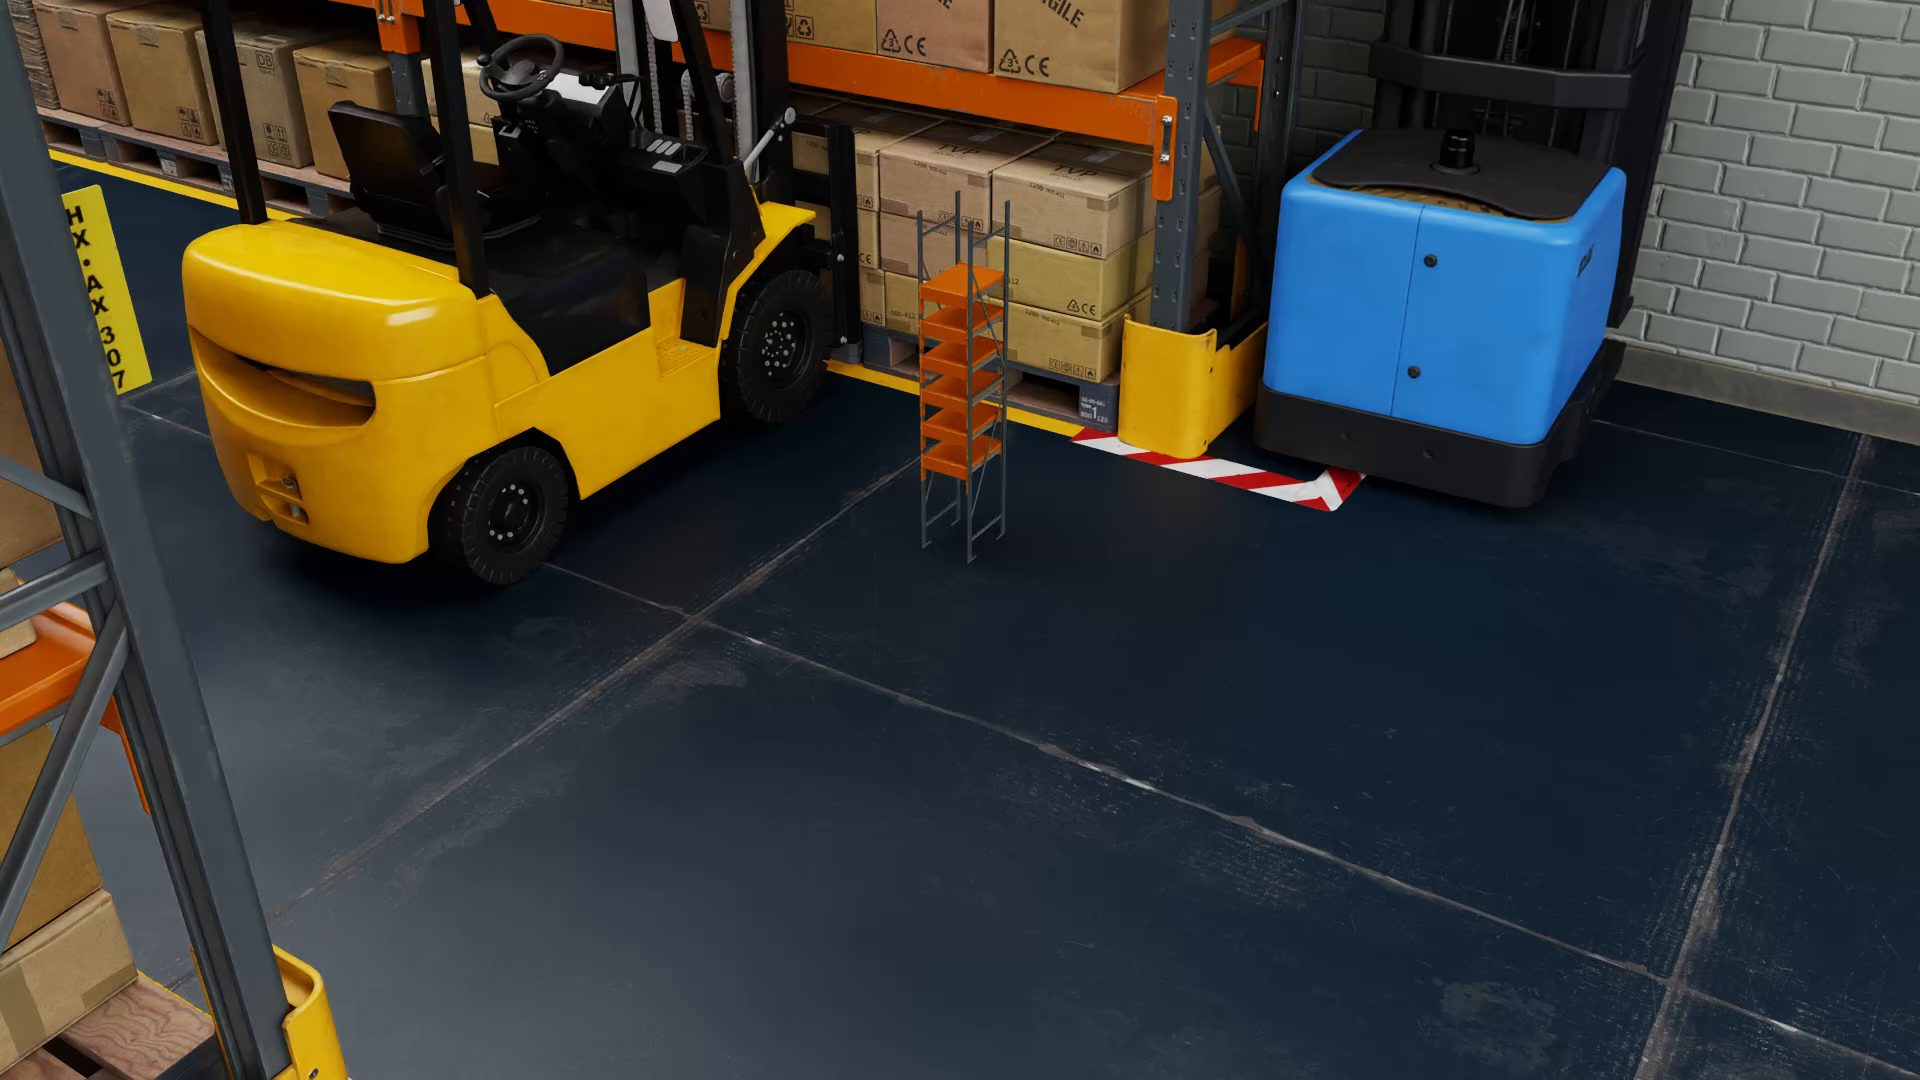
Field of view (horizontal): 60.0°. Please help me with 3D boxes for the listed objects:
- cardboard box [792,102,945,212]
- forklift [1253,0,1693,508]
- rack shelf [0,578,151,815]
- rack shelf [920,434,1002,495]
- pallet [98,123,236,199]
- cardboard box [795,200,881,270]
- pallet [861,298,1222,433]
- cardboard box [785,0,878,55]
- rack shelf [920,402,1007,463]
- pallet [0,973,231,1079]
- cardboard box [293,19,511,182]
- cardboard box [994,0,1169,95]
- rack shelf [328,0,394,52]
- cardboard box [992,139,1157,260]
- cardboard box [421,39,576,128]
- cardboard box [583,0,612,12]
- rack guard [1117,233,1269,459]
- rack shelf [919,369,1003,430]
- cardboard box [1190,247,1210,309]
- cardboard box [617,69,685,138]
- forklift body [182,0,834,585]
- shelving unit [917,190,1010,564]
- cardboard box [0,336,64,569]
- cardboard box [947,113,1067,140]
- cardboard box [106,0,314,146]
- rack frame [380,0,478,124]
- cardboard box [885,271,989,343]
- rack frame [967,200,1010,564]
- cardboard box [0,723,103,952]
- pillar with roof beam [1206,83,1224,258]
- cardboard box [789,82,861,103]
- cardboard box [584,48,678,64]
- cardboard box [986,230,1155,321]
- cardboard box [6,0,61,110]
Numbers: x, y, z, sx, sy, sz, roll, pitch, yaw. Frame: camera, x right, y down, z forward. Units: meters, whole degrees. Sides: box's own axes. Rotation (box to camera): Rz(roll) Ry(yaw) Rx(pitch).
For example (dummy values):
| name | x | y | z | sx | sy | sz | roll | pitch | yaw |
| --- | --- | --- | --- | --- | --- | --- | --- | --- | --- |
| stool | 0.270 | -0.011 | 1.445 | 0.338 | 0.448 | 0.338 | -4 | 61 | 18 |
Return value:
| name | x | y | z | sx | sy | sz | roll | pitch | yaw |
| --- | --- | --- | --- | --- | --- | --- | --- | --- | --- |
| cardboard box | -0.404 | -1.571 | 6.785 | 0.500 | 0.250 | 0.500 | 18 | 35 | 28 |
| forklift | 2.273 | -2.089 | 6.422 | 1.130 | 2.935 | 3.031 | 16 | 34 | 26 |
| rack shelf | -3.310 | 0.005 | 3.479 | 4.000 | 0.370 | 1.077 | 18 | 35 | 27 |
| rack shelf | 0.012 | -0.269 | 5.584 | 0.180 | 0.103 | 0.258 | 18 | 35 | 27 |
| pallet | -4.050 | -2.264 | 9.421 | 1.213 | 0.211 | 1.003 | 18 | 35 | 27 |
| cardboard box | -0.426 | -1.365 | 6.928 | 0.500 | 0.250 | 0.500 | 17 | 34 | 26 |
| pallet | 0.350 | -0.872 | 7.035 | 1.213 | 0.211 | 1.003 | 18 | 35 | 27 |
| cardboard box | -0.405 | -2.233 | 6.501 | 0.500 | 0.500 | 0.500 | 17 | 34 | 26 |
| rack shelf | 0.012 | -0.372 | 5.524 | 0.180 | 0.103 | 0.258 | 18 | 35 | 27 |
| pallet | -2.350 | 1.181 | 3.516 | 1.213 | 0.211 | 1.003 | 18 | 35 | 27 |
| cardboard box | -2.816 | -2.252 | 8.573 | 0.625 | 0.625 | 0.875 | 19 | 35 | 29 |
| cardboard box | 0.463 | -1.953 | 6.021 | 0.500 | 0.500 | 0.500 | 17 | 34 | 26 |
| rack shelf | -4.062 | -3.186 | 8.949 | 4.000 | 0.370 | 1.077 | 18 | 35 | 27 |
| cardboard box | 0.464 | -1.305 | 6.331 | 0.500 | 0.250 | 0.500 | 19 | 35 | 29 |
| cardboard box | -2.125 | -2.123 | 7.732 | 0.500 | 0.250 | 0.500 | 17 | 34 | 27 |
| cardboard box | -1.252 | -2.506 | 6.970 | 0.500 | 0.500 | 0.500 | 17 | 34 | 27 |
| rack guard | 1.040 | -0.803 | 6.631 | 0.348 | 0.500 | 1.175 | 18 | 35 | 27 |
| rack shelf | 0.012 | -0.476 | 5.463 | 0.180 | 0.103 | 0.258 | 18 | 35 | 27 |
| cardboard box | 0.708 | -1.098 | 6.968 | 0.500 | 0.250 | 0.500 | 18 | 35 | 28 |
| cardboard box | -1.270 | -1.854 | 7.270 | 0.500 | 0.250 | 0.500 | 19 | 35 | 29 |
| forklift body | -1.556 | -1.252 | 5.762 | 1.214 | 2.155 | 2.313 | 18 | 35 | 27 |
| shelving unit | 0.012 | -0.514 | 5.441 | 0.189 | 1.200 | 0.258 | 18 | 35 | 27 |
| cardboard box | -1.870 | -0.187 | 2.699 | 0.500 | 0.500 | 0.500 | 17 | 34 | 27 |
| cardboard box | 0.288 | -1.657 | 6.933 | 0.500 | 0.250 | 0.500 | 18 | 35 | 27 |
| cardboard box | -4.107 | -2.664 | 9.279 | 0.625 | 0.625 | 0.875 | 16 | 34 | 25 |
| rack frame | -2.368 | -2.961 | 7.849 | 0.127 | 3.000 | 1.000 | 18 | 35 | 27 |
| cardboard box | 0.038 | -1.012 | 6.819 | 0.500 | 0.250 | 0.500 | 18 | 35 | 27 |
| rack frame | 0.090 | -0.490 | 5.399 | 0.006 | 1.200 | 0.240 | 18 | 35 | 27 |
| cardboard box | -2.173 | 0.572 | 3.360 | 0.500 | 0.500 | 0.500 | 16 | 34 | 26 |
| pillar with roof beam | -1.380 | -3.215 | 2.330 | 0.400 | 9.000 | 9.100 | 18 | 35 | 27 |
| cardboard box | -0.560 | -1.936 | 7.411 | 0.500 | 0.250 | 0.500 | 17 | 34 | 26 |
| cardboard box | -1.411 | -2.208 | 7.878 | 0.500 | 0.250 | 0.500 | 17 | 34 | 27 |
| cardboard box | 0.441 | -1.096 | 6.468 | 0.500 | 0.250 | 0.500 | 17 | 34 | 27 |
| cardboard box | -5.235 | -3.015 | 9.882 | 0.625 | 0.625 | 0.875 | 19 | 35 | 29 |
